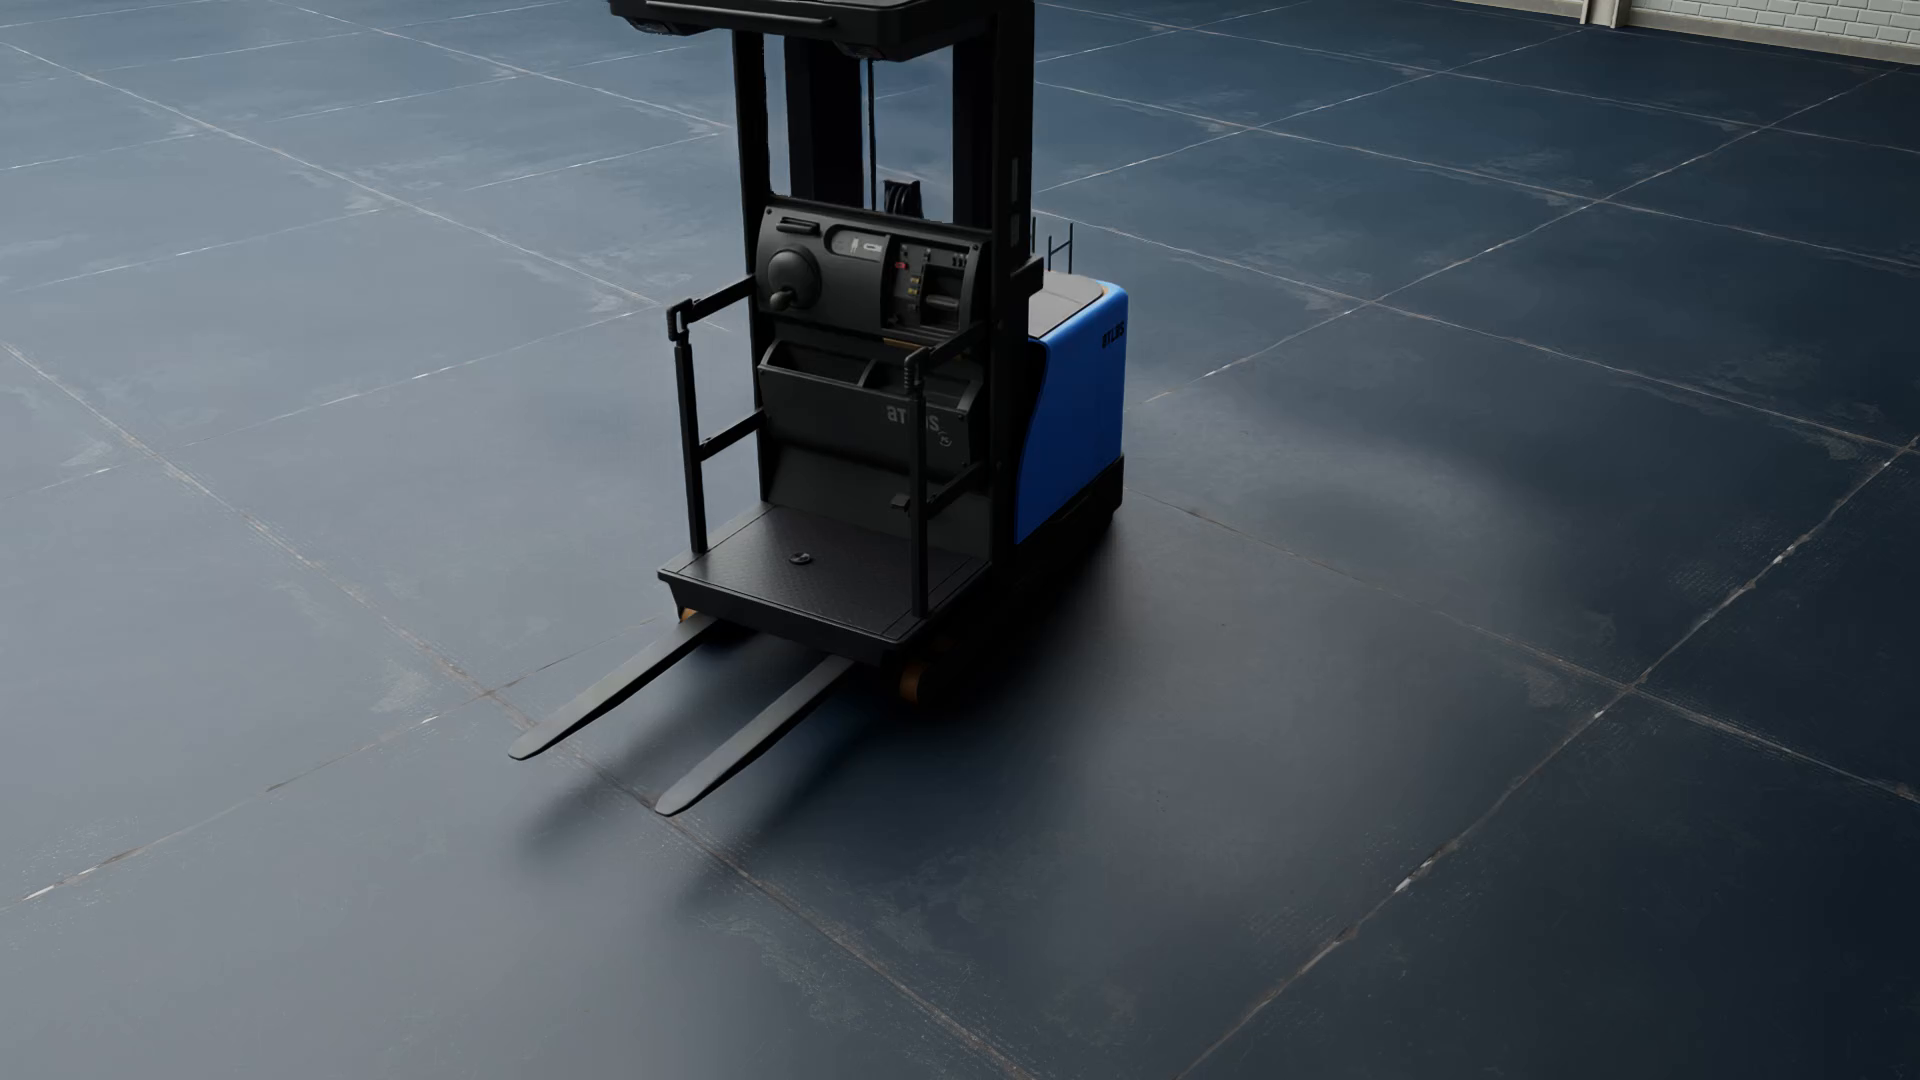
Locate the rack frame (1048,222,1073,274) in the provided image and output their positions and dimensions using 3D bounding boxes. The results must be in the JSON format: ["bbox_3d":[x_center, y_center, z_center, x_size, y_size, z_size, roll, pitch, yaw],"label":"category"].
[{"bbox_3d":[0.439,-0.824,7.527,0.006,1.200,0.240,14,31,25],"label":"rack frame"}]

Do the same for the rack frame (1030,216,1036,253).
[{"bbox_3d":[0.278,-0.864,7.604,0.006,1.200,0.240,14,31,25],"label":"rack frame"}]

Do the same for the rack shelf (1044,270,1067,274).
[{"bbox_3d":[0.359,-1.123,7.419,0.180,0.103,0.258,14,31,25],"label":"rack shelf"}]

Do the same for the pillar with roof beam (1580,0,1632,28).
[{"bbox_3d":[3.834,-8.049,12.889,0.400,9.000,9.100,25,36,38],"label":"pillar with roof beam"}]

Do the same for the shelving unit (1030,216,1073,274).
[{"bbox_3d":[0.359,-0.844,7.566,0.189,1.200,0.258,14,31,25],"label":"shelving unit"}]

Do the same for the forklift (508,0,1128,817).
[{"bbox_3d":[-0.443,-0.934,5.878,1.130,2.935,3.031,15,31,26],"label":"forklift"}]
